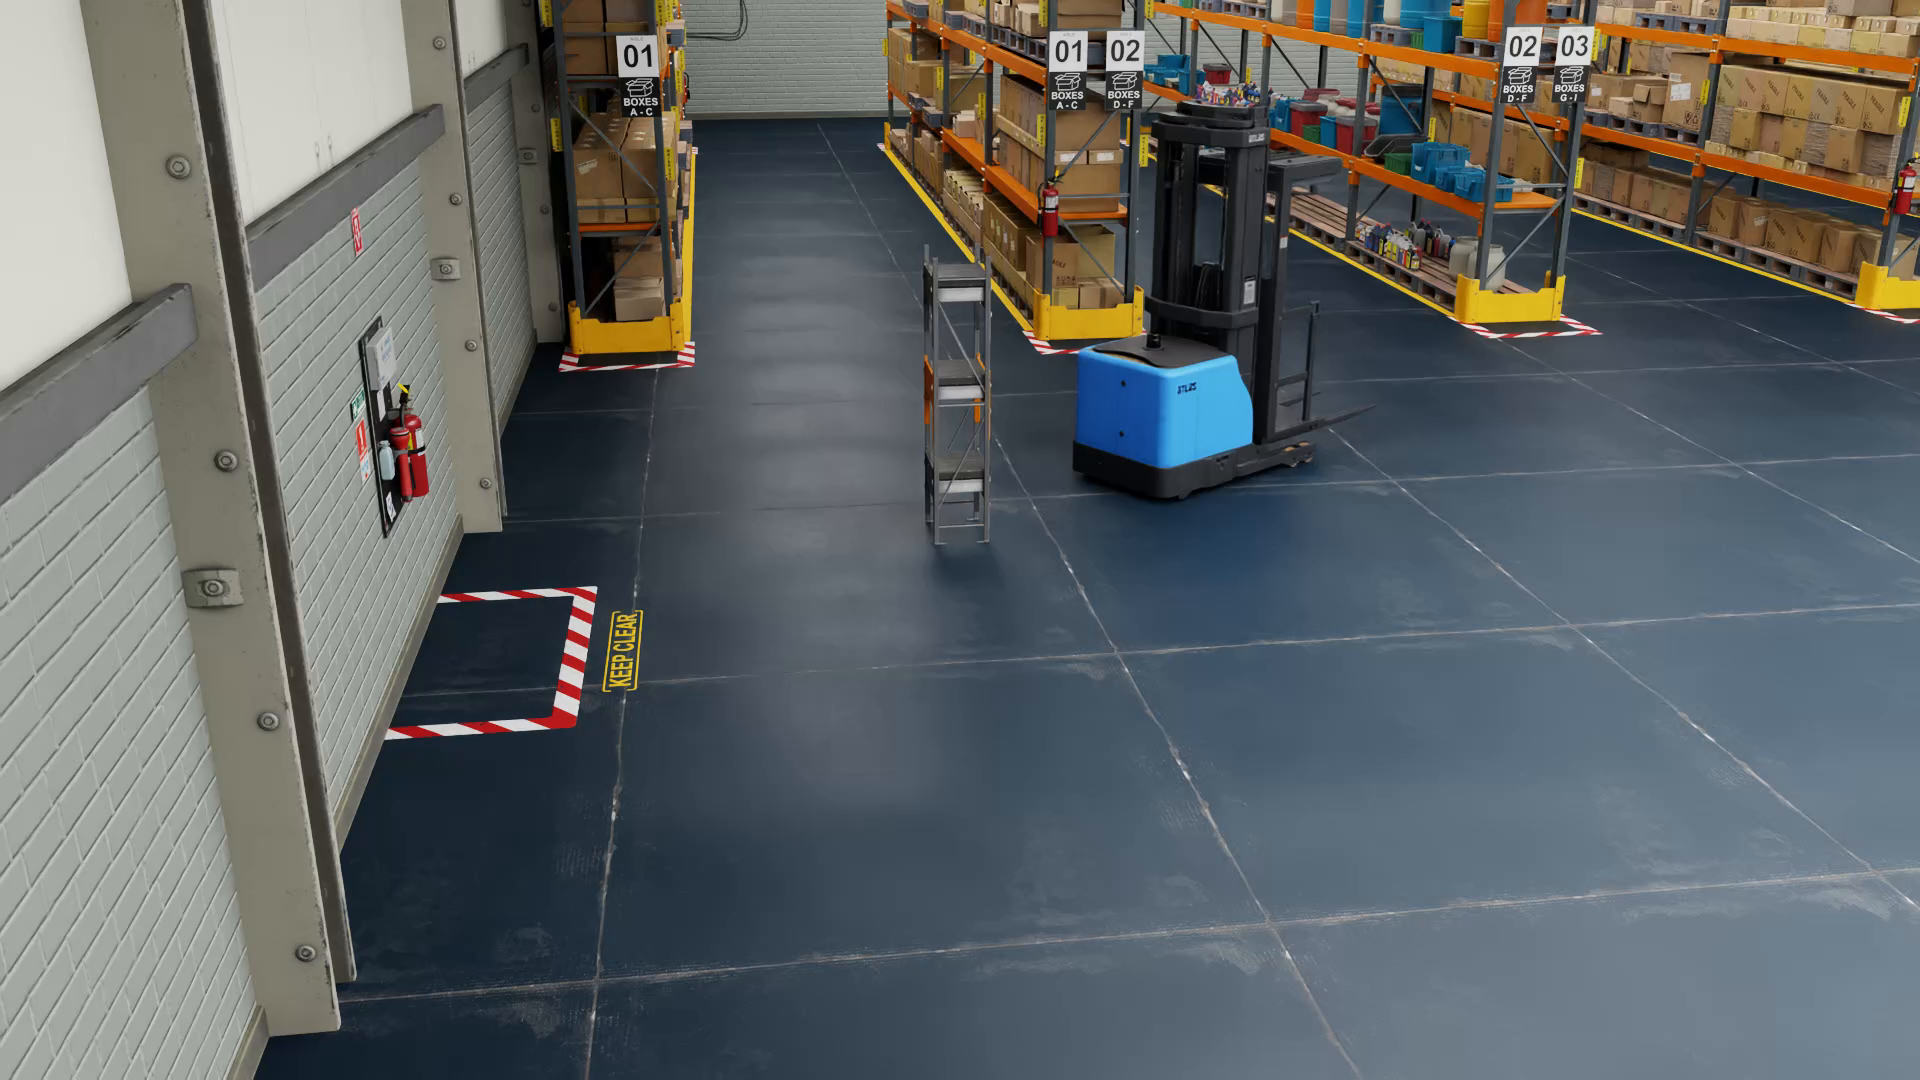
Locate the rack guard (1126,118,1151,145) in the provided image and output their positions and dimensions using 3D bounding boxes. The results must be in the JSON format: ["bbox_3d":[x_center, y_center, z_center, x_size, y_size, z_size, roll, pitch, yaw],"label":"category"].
[{"bbox_3d":[3.975,-8.285,33.685,1.175,0.500,0.348,-3,21,-8],"label":"rack guard"}]

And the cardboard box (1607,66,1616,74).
[{"bbox_3d":[13.538,-9.667,34.171,0.380,0.149,0.250,-3,21,-8],"label":"cardboard box"}]

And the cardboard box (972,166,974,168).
[{"bbox_3d":[0.460,-5.637,25.966,0.500,0.500,0.500,-2,21,-5],"label":"cardboard box"}]

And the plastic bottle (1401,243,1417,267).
[{"bbox_3d":[5.590,-3.541,20.675,0.152,0.276,0.135,-3,21,-7],"label":"plastic bottle"}]

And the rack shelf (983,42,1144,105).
[{"bbox_3d":[1.108,-5.421,19.184,1.077,0.370,4.000,-3,21,-8],"label":"rack shelf"}]

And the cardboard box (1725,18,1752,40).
[{"bbox_3d":[10.434,-6.710,21.821,0.500,0.250,0.500,-4,21,-10],"label":"cardboard box"}]

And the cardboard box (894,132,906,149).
[{"bbox_3d":[-0.969,-7.569,31.496,0.500,0.250,0.500,-3,21,-8],"label":"cardboard box"}]

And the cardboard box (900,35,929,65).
[{"bbox_3d":[-0.812,-8.844,30.036,0.500,0.500,0.500,-3,21,-7],"label":"cardboard box"}]

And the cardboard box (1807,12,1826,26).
[{"bbox_3d":[10.661,-6.400,20.422,0.380,0.149,0.250,-2,21,-6],"label":"cardboard box"}]

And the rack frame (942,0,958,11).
[{"bbox_3d":[0.243,-9.241,24.096,1.000,3.000,0.127,-3,21,-8],"label":"rack frame"}]

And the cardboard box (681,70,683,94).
[{"bbox_3d":[-5.397,-8.146,29.311,0.980,0.700,0.700,-3,21,-9],"label":"cardboard box"}]

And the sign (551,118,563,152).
[{"bbox_3d":[-4.058,-4.079,16.742,0.100,0.325,0.005,-3,21,-8],"label":"sign"}]

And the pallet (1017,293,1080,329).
[{"bbox_3d":[1.244,-2.617,18.920,1.003,0.211,1.213,-3,21,-8],"label":"pallet"}]

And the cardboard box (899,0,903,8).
[{"bbox_3d":[-0.809,-9.651,29.697,0.500,0.250,0.500,-3,21,-8],"label":"cardboard box"}]

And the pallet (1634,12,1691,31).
[{"bbox_3d":[10.487,-7.439,23.827,1.213,0.211,1.003,-3,21,-8],"label":"pallet"}]

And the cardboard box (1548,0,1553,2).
[{"bbox_3d":[9.675,-9.079,27.208,0.500,0.500,0.500,-2,21,-5],"label":"cardboard box"}]

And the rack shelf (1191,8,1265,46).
[{"bbox_3d":[4.857,-8.439,27.266,1.077,0.370,4.000,-3,21,-8],"label":"rack shelf"}]

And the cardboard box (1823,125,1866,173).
[{"bbox_3d":[10.956,-4.704,19.955,0.875,0.500,0.500,-3,21,-8],"label":"cardboard box"}]

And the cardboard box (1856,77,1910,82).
[{"bbox_3d":[11.251,-5.364,20.293,0.500,0.500,0.500,-3,21,-8],"label":"cardboard box"}]

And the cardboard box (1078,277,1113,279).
[{"bbox_3d":[1.463,-2.939,19.127,0.500,0.250,0.500,-3,21,-8],"label":"cardboard box"}]

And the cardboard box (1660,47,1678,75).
[{"bbox_3d":[13.899,-9.220,32.047,0.500,0.500,0.500,-3,21,-8],"label":"cardboard box"}]

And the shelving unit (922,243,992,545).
[{"bbox_3d":[-0.024,-1.041,12.002,0.431,2.100,0.503,-3,21,-8],"label":"shelving unit"}]

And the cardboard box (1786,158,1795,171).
[{"bbox_3d":[10.666,-4.733,20.961,0.380,0.149,0.250,-3,21,-8],"label":"cardboard box"}]

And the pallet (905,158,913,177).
[{"bbox_3d":[-0.432,-6.746,29.978,1.003,0.211,1.213,-3,21,-8],"label":"pallet"}]

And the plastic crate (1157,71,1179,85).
[{"bbox_3d":[3.934,-8.736,31.473,0.416,0.233,0.300,-3,21,-8],"label":"plastic crate"}]

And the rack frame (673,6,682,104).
[{"bbox_3d":[-5.235,-7.564,28.181,1.000,3.000,0.127,-3,21,-8],"label":"rack frame"}]

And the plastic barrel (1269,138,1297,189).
[{"bbox_3d":[5.057,-6.027,26.568,0.600,0.830,0.708,-3,21,-8],"label":"plastic barrel"}]

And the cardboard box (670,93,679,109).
[{"bbox_3d":[-4.476,-6.556,24.885,0.500,0.500,0.500,-2,21,-6],"label":"cardboard box"}]

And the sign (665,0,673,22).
[{"bbox_3d":[-3.546,-6.471,20.230,0.100,0.325,0.005,-3,21,-8],"label":"sign"}]

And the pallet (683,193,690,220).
[{"bbox_3d":[-4.698,-5.149,25.702,1.003,0.211,1.213,-3,21,-8],"label":"pallet"}]

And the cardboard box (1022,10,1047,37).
[{"bbox_3d":[0.969,-5.643,18.164,0.500,0.250,0.500,-3,21,-8],"label":"cardboard box"}]

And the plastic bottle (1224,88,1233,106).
[{"bbox_3d":[4.472,-7.337,27.644,0.144,0.351,0.185,-3,21,-8],"label":"plastic bottle"}]

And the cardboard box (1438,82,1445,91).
[{"bbox_3d":[9.064,-8.374,30.709,0.380,0.149,0.250,-3,21,-7],"label":"cardboard box"}]

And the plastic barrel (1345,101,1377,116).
[{"bbox_3d":[5.695,-5.954,23.675,0.433,0.535,0.433,0,20,0],"label":"plastic barrel"}]

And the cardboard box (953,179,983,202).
[{"bbox_3d":[0.183,-5.047,23.971,0.500,0.311,0.500,-3,21,-9],"label":"cardboard box"}]

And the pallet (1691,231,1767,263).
[{"bbox_3d":[10.754,-4.006,22.642,1.003,0.211,1.213,-3,21,-8],"label":"pallet"}]

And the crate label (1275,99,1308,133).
[{"bbox_3d":[5.020,-6.338,24.847,0.502,0.435,0.616,-3,21,-8],"label":"crate label"}]

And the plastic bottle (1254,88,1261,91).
[{"bbox_3d":[5.070,-7.584,28.412,0.152,0.276,0.135,-3,21,-8],"label":"plastic bottle"}]

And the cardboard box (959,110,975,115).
[{"bbox_3d":[0.252,-6.260,24.818,0.500,0.311,0.500,-2,21,-4],"label":"cardboard box"}]

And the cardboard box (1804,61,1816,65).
[{"bbox_3d":[14.871,-8.213,28.826,0.380,0.149,0.250,-3,21,-9],"label":"cardboard box"}]

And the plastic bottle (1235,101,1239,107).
[{"bbox_3d":[4.534,-7.061,27.118,0.097,0.201,0.097,0,20,0],"label":"plastic bottle"}]

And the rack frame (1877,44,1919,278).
[{"bbox_3d":[11.199,-4.159,19.063,1.000,3.000,0.127,-3,21,-8],"label":"rack frame"}]

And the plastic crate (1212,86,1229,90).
[{"bbox_3d":[4.643,-8.137,30.005,0.396,0.136,0.243,-3,21,-8],"label":"plastic crate"}]

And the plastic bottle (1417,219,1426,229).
[{"bbox_3d":[6.099,-4.050,21.931,0.144,0.351,0.185,-3,21,-9],"label":"plastic bottle"}]

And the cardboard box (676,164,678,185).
[{"bbox_3d":[-3.563,-4.238,19.462,0.500,0.250,0.500,-3,21,-8],"label":"cardboard box"}]

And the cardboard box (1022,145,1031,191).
[{"bbox_3d":[1.115,-4.405,19.581,0.700,0.500,0.500,-2,21,-6],"label":"cardboard box"}]

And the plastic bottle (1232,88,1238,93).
[{"bbox_3d":[4.824,-7.838,29.198,0.097,0.201,0.097,0,20,0],"label":"plastic bottle"}]

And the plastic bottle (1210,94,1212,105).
[{"bbox_3d":[4.328,-7.555,28.442,0.097,0.201,0.097,0,20,0],"label":"plastic bottle"}]

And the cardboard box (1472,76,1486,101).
[{"bbox_3d":[9.362,-8.014,29.244,0.500,0.500,0.500,-3,21,-8],"label":"cardboard box"}]

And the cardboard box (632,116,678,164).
[{"bbox_3d":[-3.630,-4.764,19.798,0.500,0.500,0.500,-3,21,-8],"label":"cardboard box"}]

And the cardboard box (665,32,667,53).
[{"bbox_3d":[-3.587,-5.727,18.805,0.500,0.500,0.500,-4,21,-10],"label":"cardboard box"}]

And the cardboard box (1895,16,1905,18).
[{"bbox_3d":[11.289,-6.145,19.740,0.380,0.149,0.250,-3,21,-8],"label":"cardboard box"}]

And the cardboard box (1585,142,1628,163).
[{"bbox_3d":[10.172,-6.084,26.092,0.500,0.250,0.500,-2,21,-6],"label":"cardboard box"}]

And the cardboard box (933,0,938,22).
[{"bbox_3d":[0.073,-8.208,25.476,0.910,0.500,0.500,-3,21,-8],"label":"cardboard box"}]

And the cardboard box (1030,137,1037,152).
[{"bbox_3d":[1.004,-4.491,18.883,0.380,0.149,0.250,-2,21,-6],"label":"cardboard box"}]

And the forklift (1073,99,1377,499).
[{"bbox_3d":[2.357,-2.103,13.657,3.031,2.935,1.130,-17,27,-38],"label":"forklift"}]
